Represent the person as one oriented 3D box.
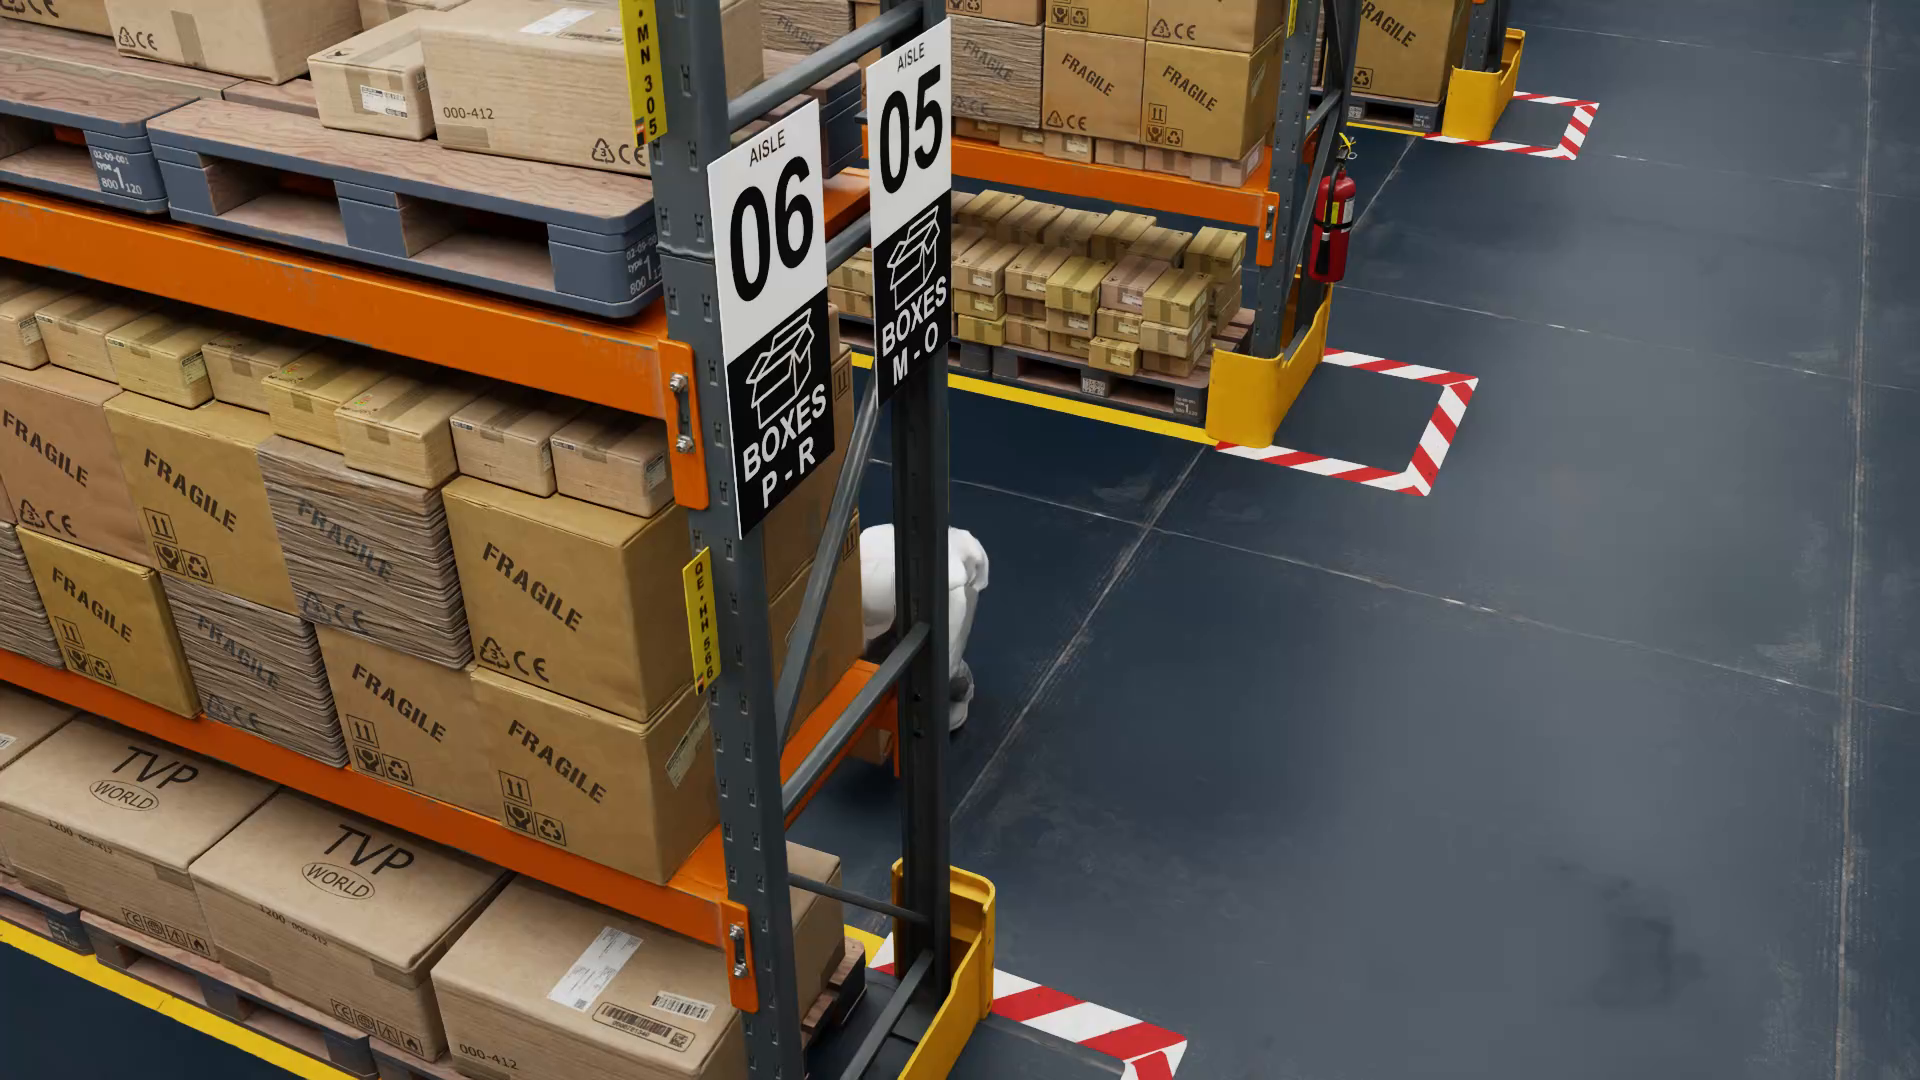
[{"bbox_3d":[-0.186,0.324,6.324,0.534,1.006,0.922,13,36,19],"label":"person"}]
